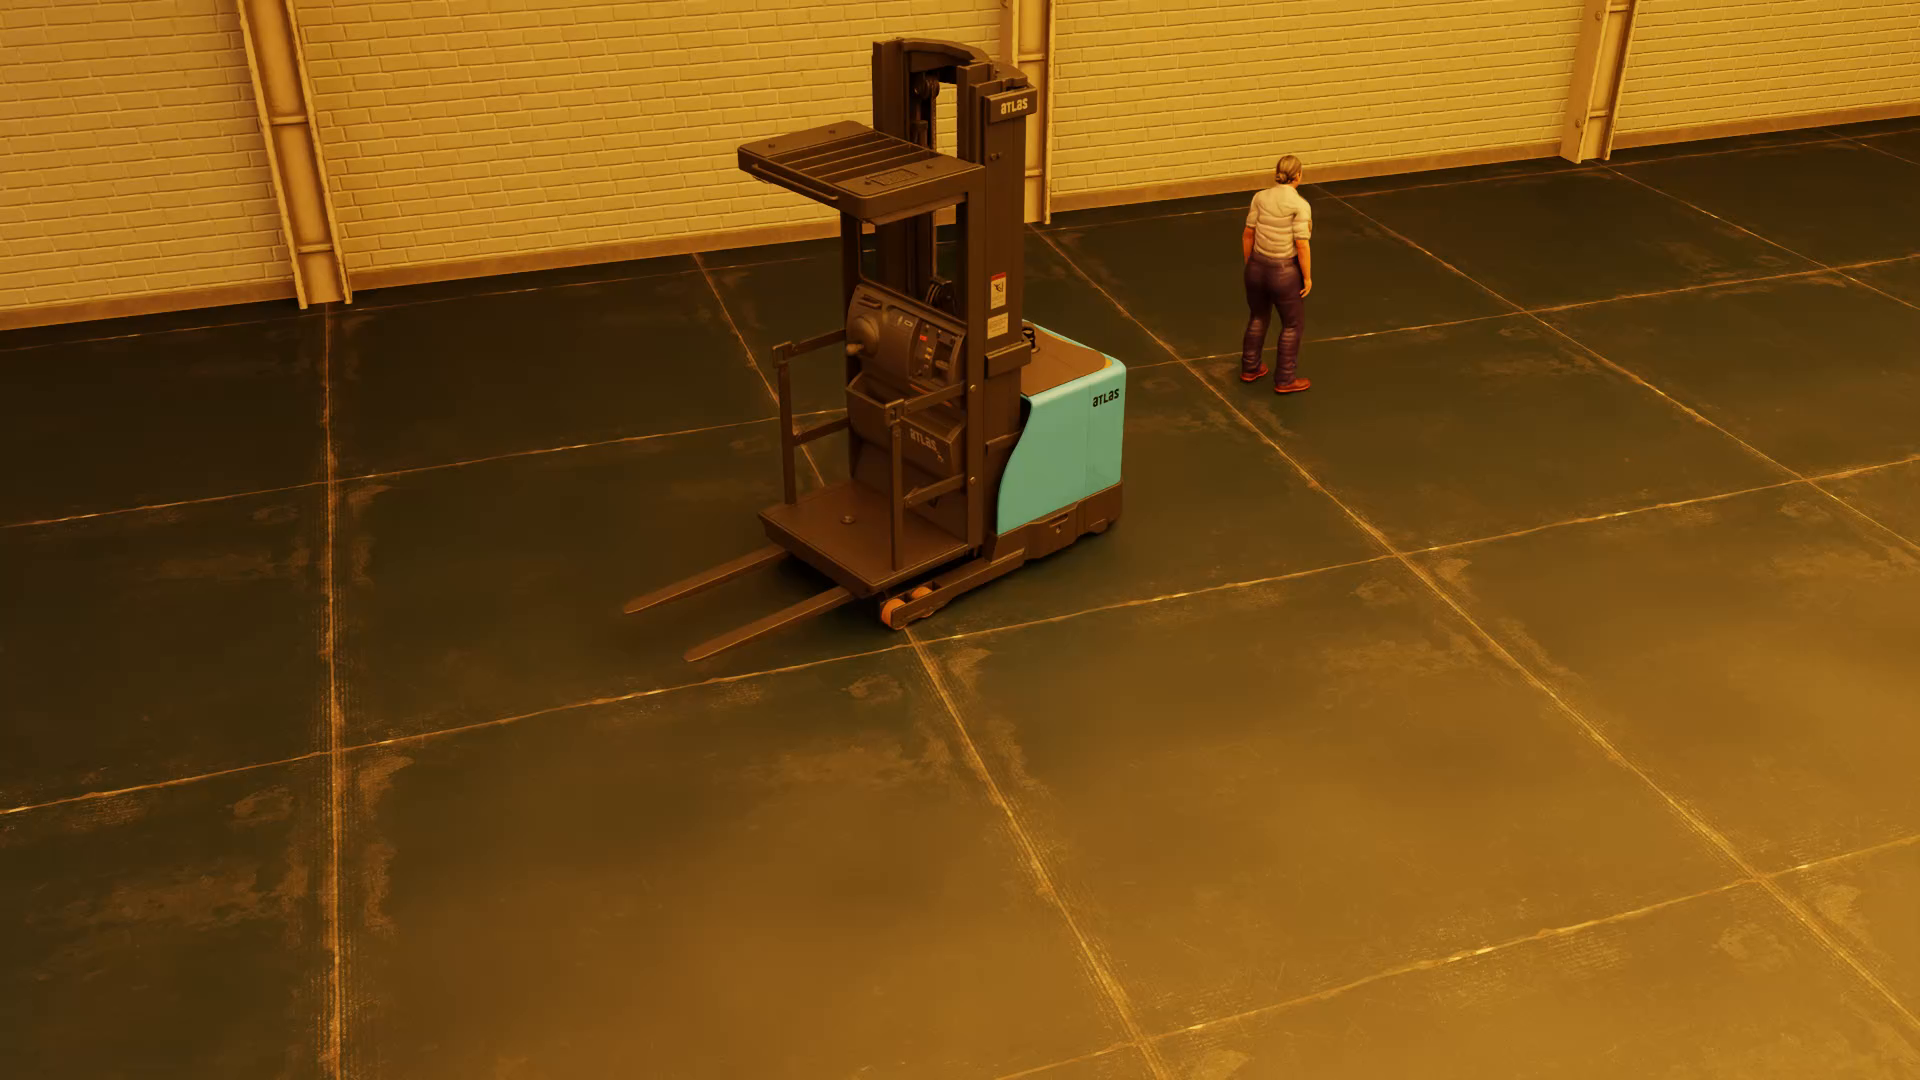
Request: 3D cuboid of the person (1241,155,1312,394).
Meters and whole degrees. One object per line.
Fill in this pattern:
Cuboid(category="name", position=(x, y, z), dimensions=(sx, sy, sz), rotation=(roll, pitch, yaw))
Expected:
Cuboid(category="person", position=(2.216, -1.849, 11.588), dimensions=(0.559, 1.651, 0.375), rotation=(24, 38, 36))

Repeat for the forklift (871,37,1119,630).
Cuboid(category="forklift", position=(-0.464, -1.074, 8.954), dimensions=(3.031, 2.935, 1.121), rotation=(-23, 37, -34))
